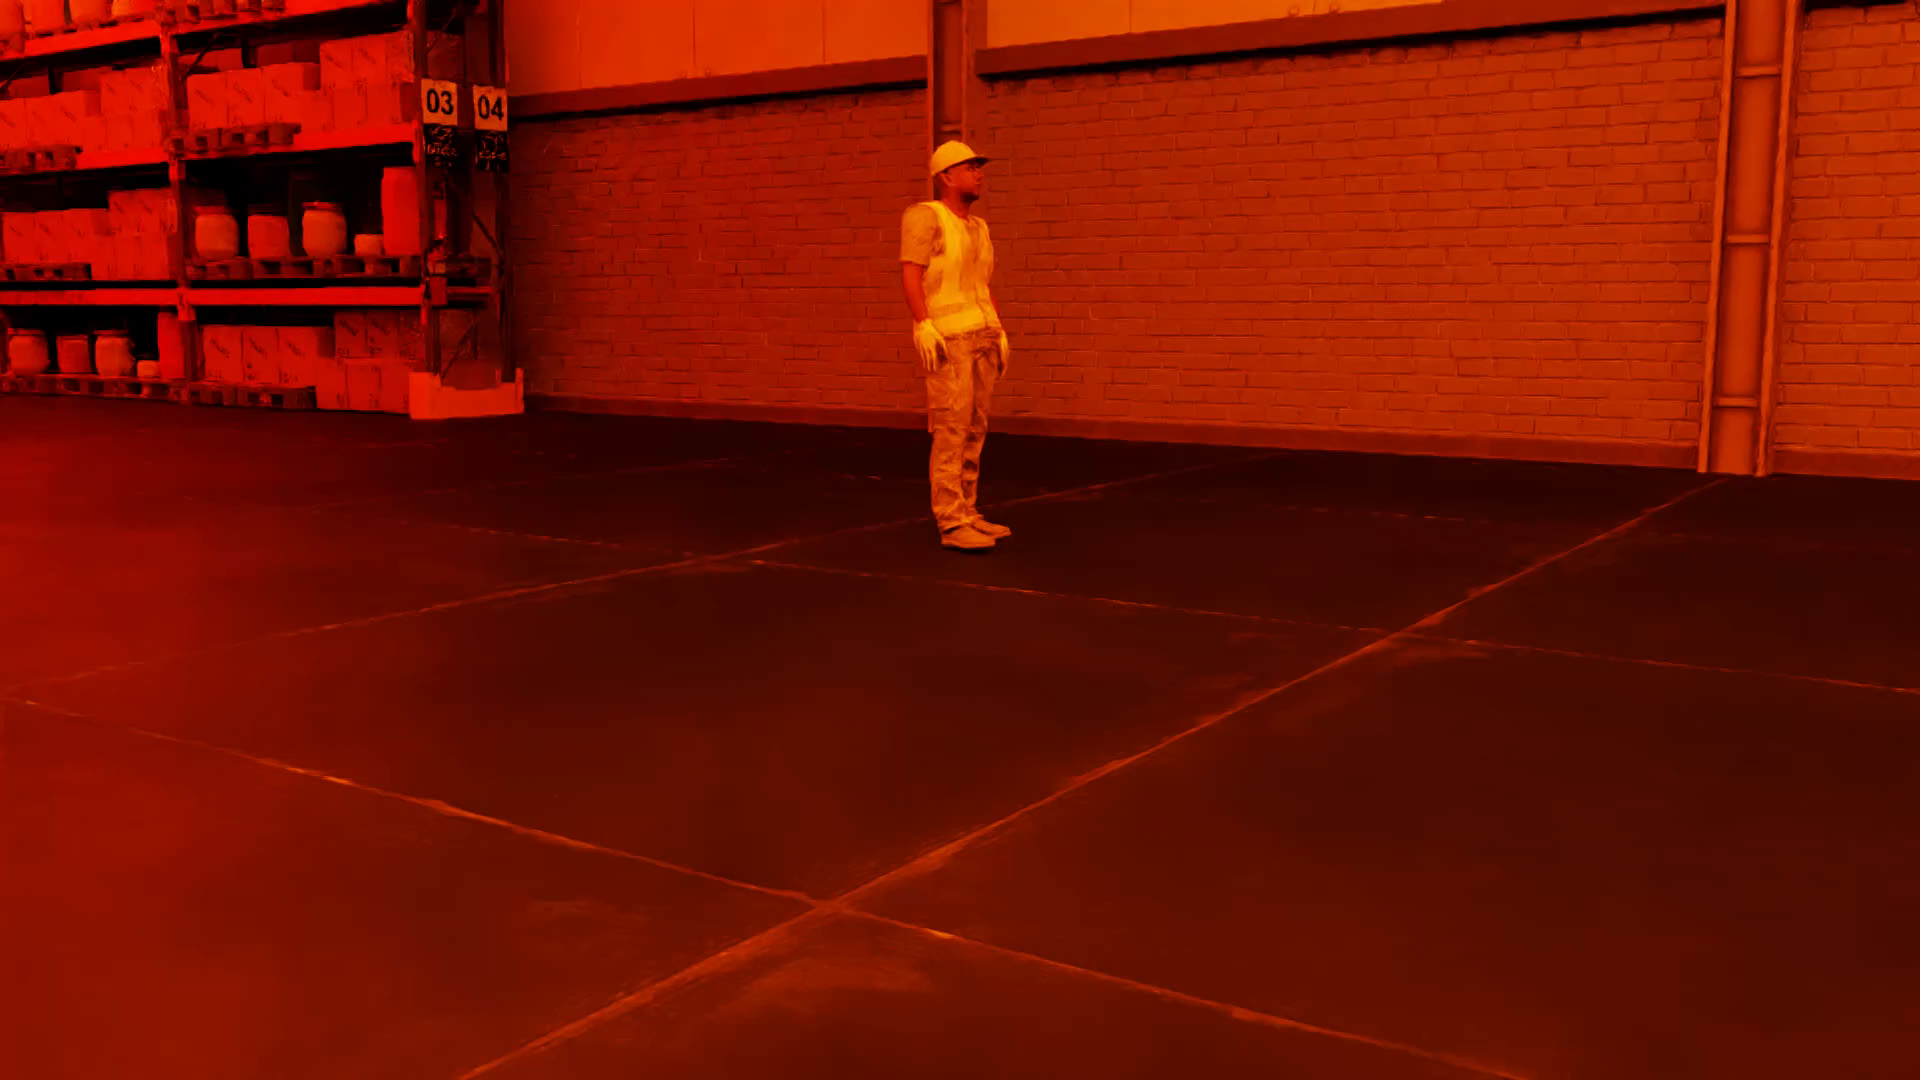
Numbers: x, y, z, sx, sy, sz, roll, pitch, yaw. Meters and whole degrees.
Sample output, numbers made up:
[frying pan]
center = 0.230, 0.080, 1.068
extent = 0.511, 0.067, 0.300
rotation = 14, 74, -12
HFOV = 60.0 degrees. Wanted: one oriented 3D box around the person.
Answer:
[person]
center = 0.055, -0.881, 7.431
extent = 0.576, 1.777, 0.655
rotation = 5, 10, 34
